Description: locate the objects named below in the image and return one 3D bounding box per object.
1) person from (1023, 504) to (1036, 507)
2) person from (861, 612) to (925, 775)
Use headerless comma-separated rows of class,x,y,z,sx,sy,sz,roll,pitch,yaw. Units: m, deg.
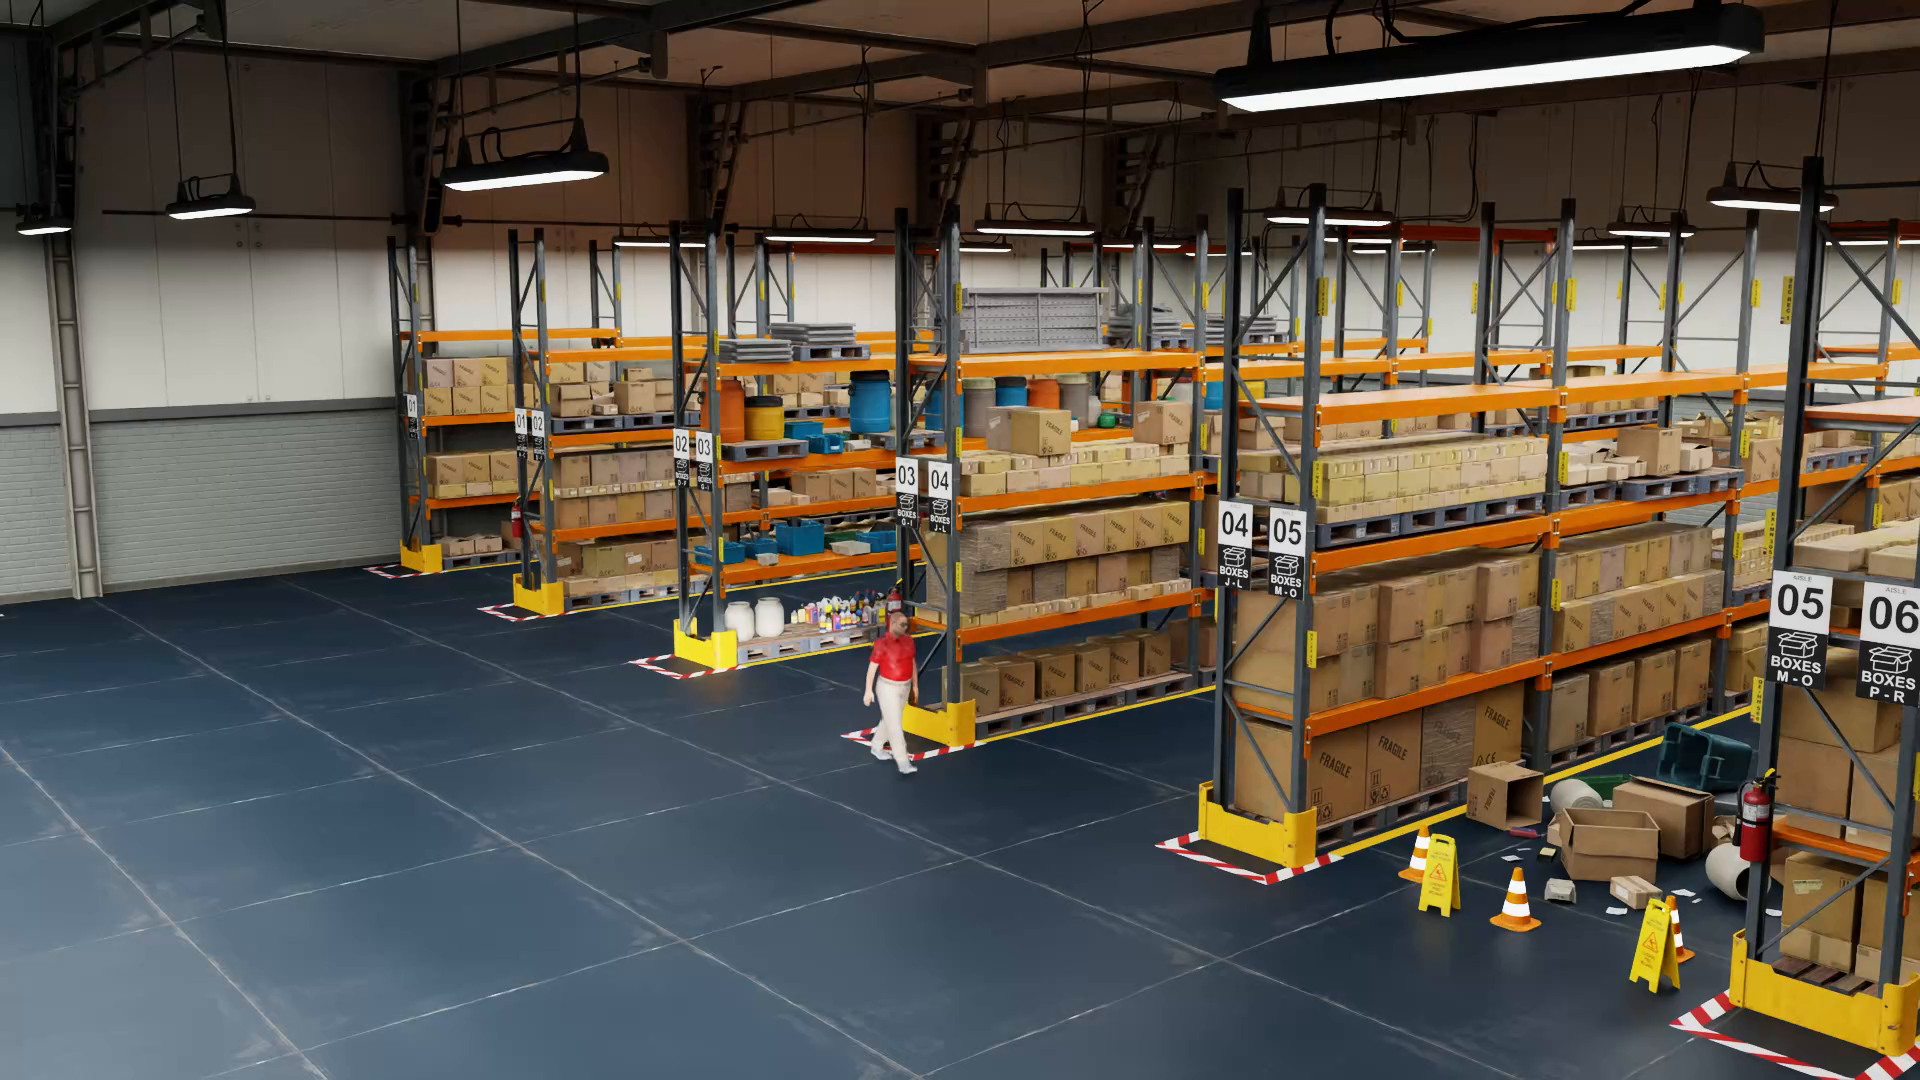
person,1.192,0.154,25.094,0.603,1.783,0.609,6,11,33
person,-0.724,1.610,17.811,0.980,1.683,0.628,4,10,23
